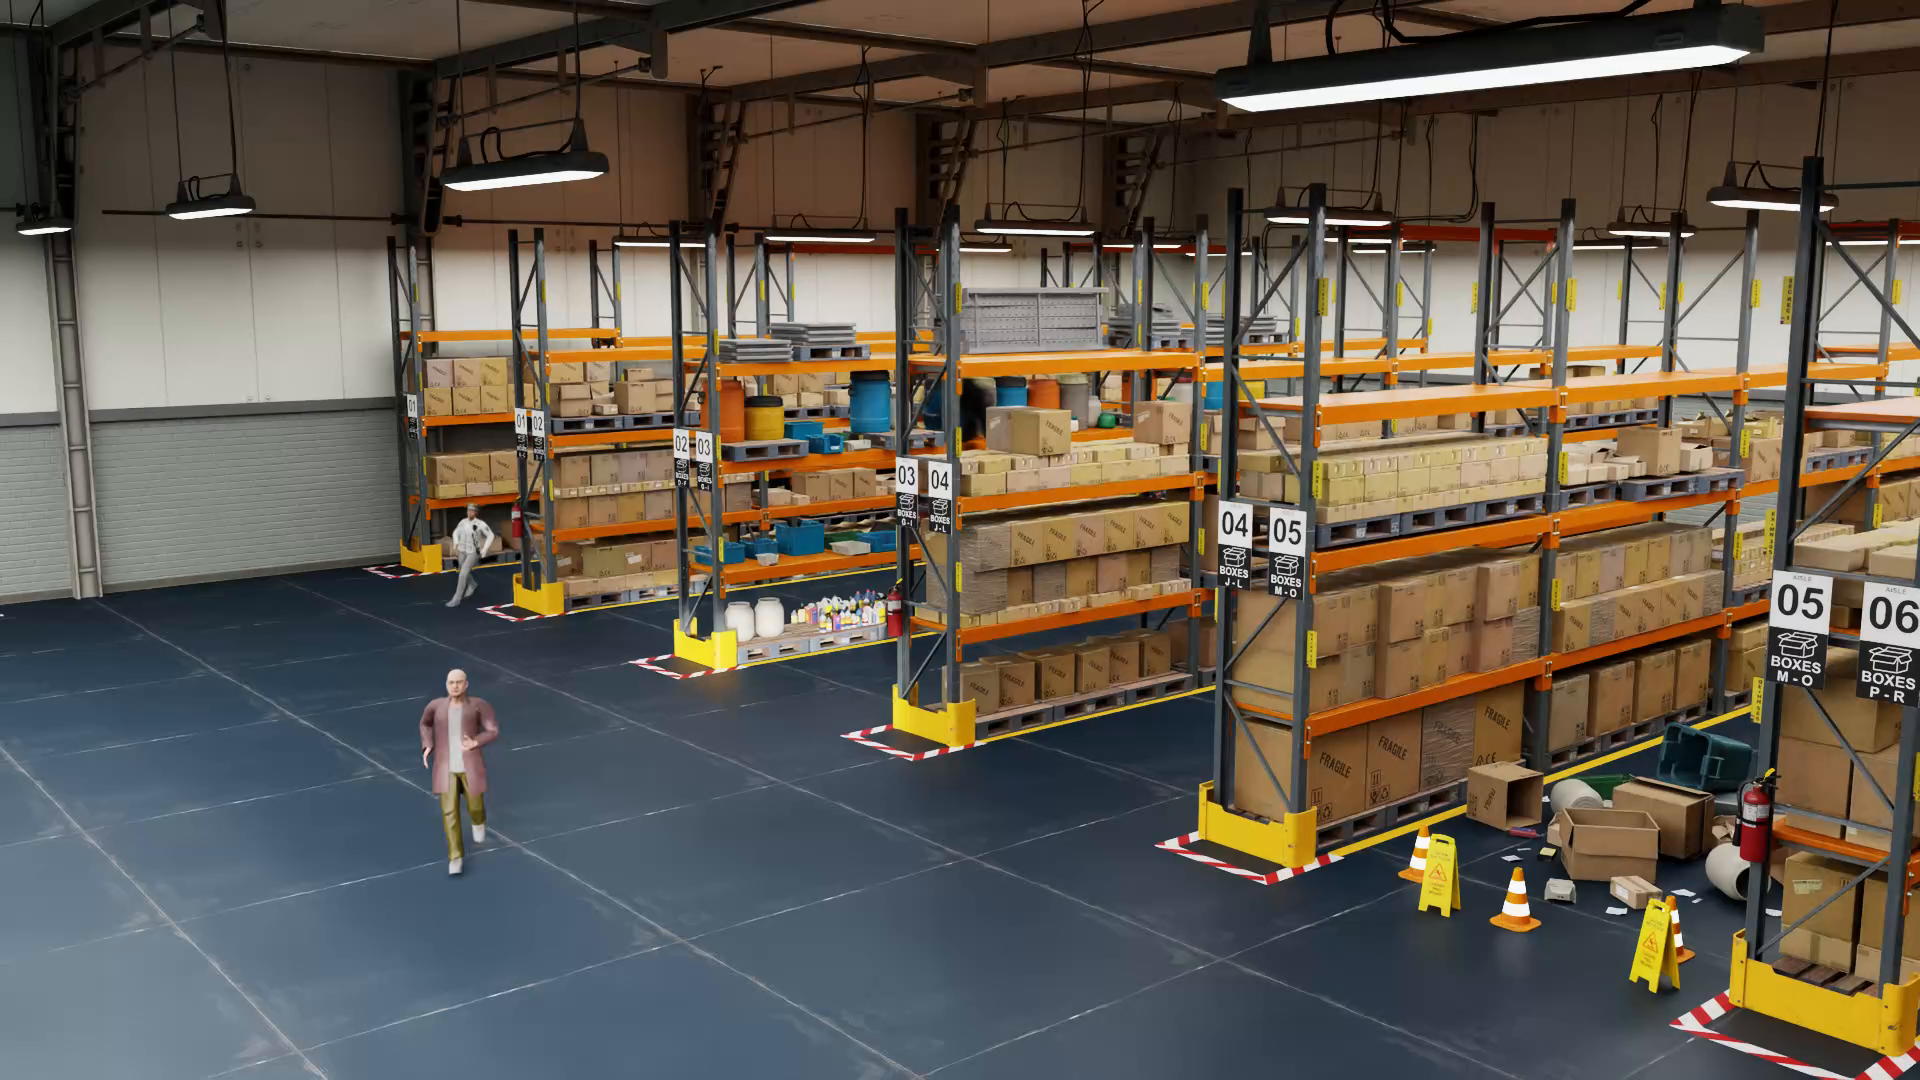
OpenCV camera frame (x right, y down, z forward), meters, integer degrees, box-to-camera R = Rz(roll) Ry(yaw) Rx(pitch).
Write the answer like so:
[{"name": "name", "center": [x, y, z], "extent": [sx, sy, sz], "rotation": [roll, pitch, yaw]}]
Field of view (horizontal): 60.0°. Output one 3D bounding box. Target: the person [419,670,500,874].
[{"name": "person", "center": [-4.484, 2.024, 14.896], "extent": [0.720, 1.751, 0.964], "rotation": [-1, 9, -9]}]

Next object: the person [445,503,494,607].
[{"name": "person", "center": [-7.924, 0.208, 26.912], "extent": [0.672, 1.657, 0.918], "rotation": [3, 9, 18]}]
